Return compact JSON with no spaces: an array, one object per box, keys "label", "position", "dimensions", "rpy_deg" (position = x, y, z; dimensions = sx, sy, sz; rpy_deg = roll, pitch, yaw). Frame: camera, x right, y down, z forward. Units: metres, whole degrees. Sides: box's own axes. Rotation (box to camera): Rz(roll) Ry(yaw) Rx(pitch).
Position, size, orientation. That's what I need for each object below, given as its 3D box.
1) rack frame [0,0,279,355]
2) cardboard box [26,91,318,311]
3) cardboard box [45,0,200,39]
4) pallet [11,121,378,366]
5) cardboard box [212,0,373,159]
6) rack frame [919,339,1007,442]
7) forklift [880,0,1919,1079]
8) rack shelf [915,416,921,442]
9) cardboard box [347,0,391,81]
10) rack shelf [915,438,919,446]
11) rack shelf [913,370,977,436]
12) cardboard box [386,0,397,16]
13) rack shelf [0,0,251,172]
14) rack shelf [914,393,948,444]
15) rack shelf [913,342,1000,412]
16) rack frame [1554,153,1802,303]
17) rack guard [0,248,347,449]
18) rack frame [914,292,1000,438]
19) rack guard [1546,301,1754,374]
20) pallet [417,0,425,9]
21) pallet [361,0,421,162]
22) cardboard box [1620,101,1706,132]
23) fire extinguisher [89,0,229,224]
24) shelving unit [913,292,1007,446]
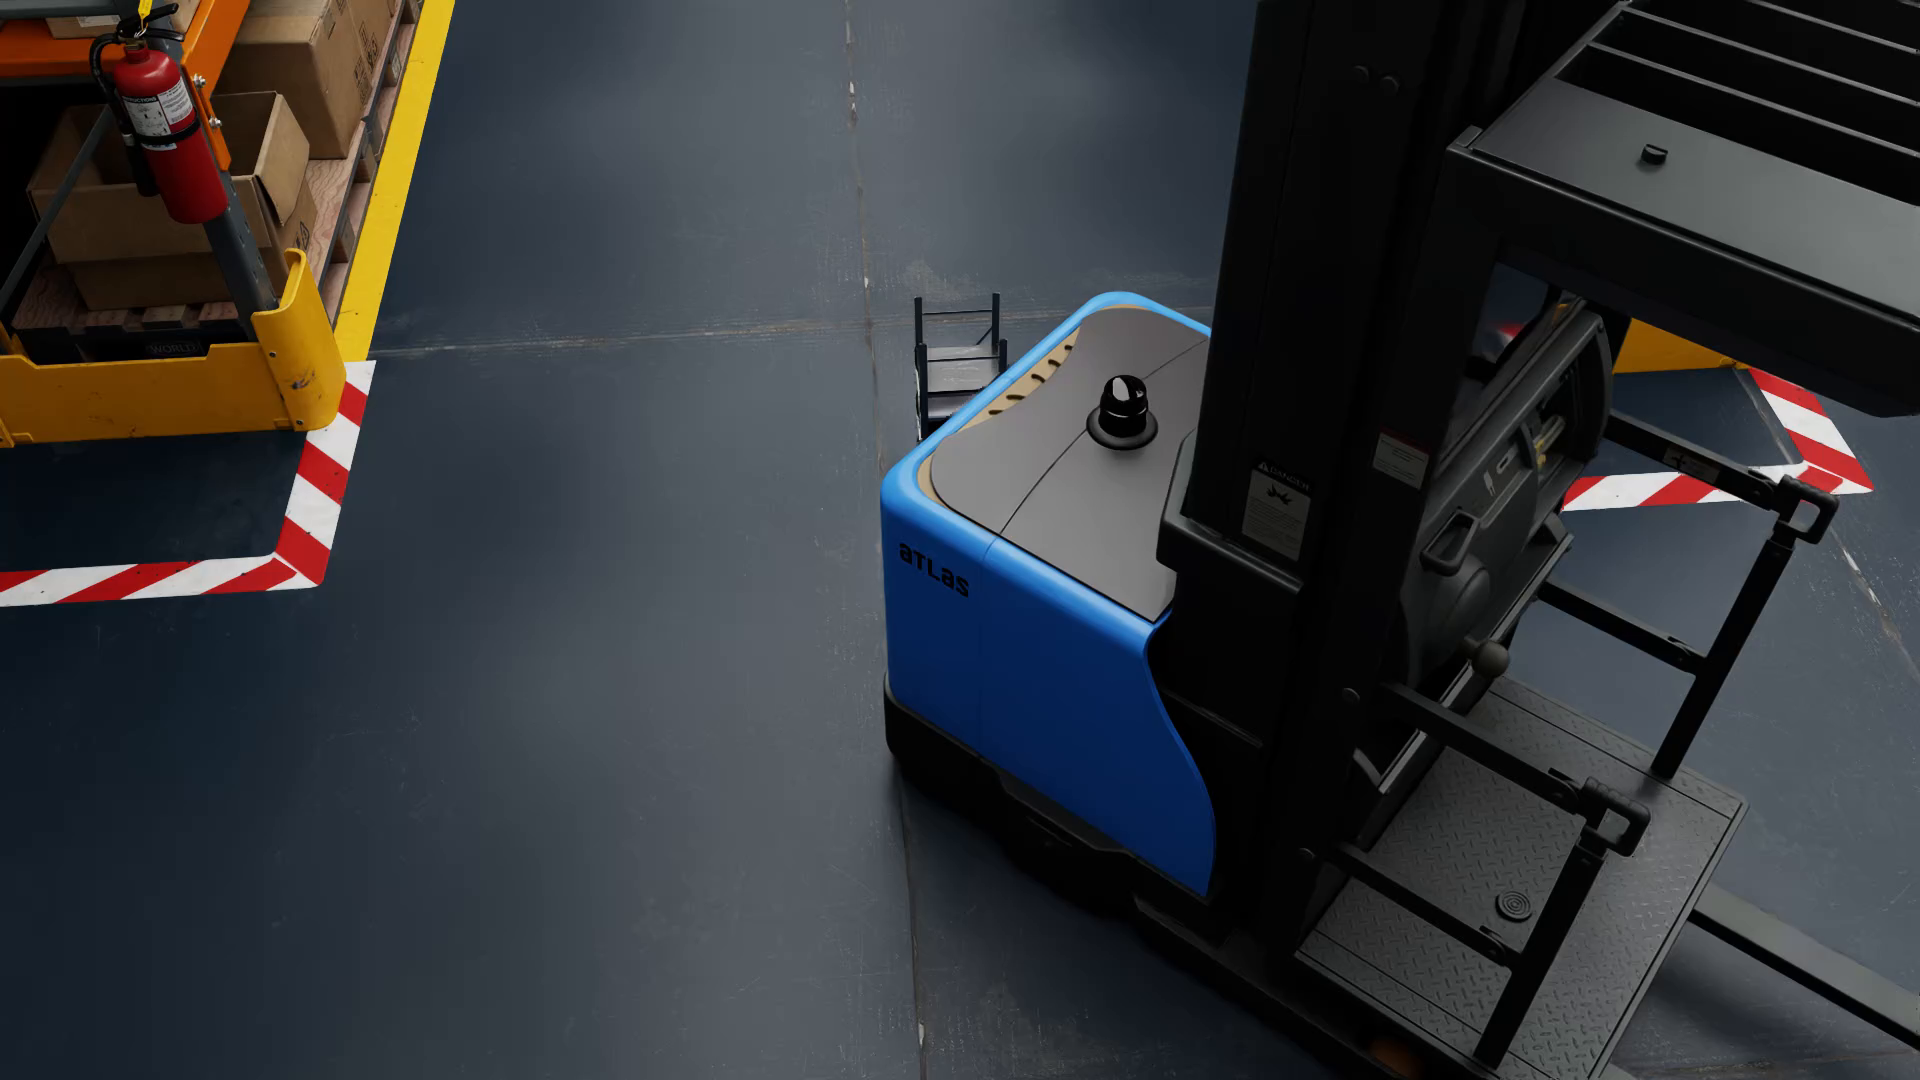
[{"label":"rack frame","position":[-2.705,-1.438,4.546],"dimensions":[1.000,3.000,0.127],"rpy_deg":[-3,47,-3]},{"label":"cardboard box","position":[-2.662,-1.172,5.724],"dimensions":[0.797,0.503,0.637],"rpy_deg":[-5,47,-5]},{"label":"cardboard box","position":[-2.459,-1.606,4.878],"dimensions":[0.380,0.149,0.250],"rpy_deg":[-4,47,-4]},{"label":"pallet","position":[-2.779,-1.110,6.157],"dimensions":[1.003,0.211,1.213],"rpy_deg":[-3,47,-3]},{"label":"cardboard box","position":[-2.694,-1.792,6.313],"dimensions":[0.700,0.500,0.500],"rpy_deg":[-2,47,-2]},{"label":"rack frame","position":[0.009,-0.230,4.848],"dimensions":[0.240,0.900,0.006],"rpy_deg":[-3,47,-3]},{"label":"forklift","position":[1.264,-0.018,3.248],"dimensions":[3.031,2.935,1.130],"rpy_deg":[30,53,25]},{"label":"rack shelf","position":[0.001,-0.281,4.942],"dimensions":[0.258,0.077,0.200],"rpy_deg":[-3,47,-3]},{"label":"cardboard box","position":[-2.639,-2.180,6.681],"dimensions":[0.500,0.500,0.500],"rpy_deg":[-3,47,-3]},{"label":"rack shelf","position":[0.001,-0.219,5.007],"dimensions":[0.258,0.077,0.200],"rpy_deg":[-3,47,-3]},{"label":"rack shelf","position":[0.001,-0.404,4.811],"dimensions":[0.258,0.077,0.200],"rpy_deg":[-3,47,-3]},{"label":"cardboard box","position":[-2.781,-2.543,7.025],"dimensions":[0.700,0.500,0.500],"rpy_deg":[-5,47,-5]},{"label":"rack shelf","position":[-2.872,-2.637,6.177],"dimensions":[1.077,0.370,4.000],"rpy_deg":[-3,47,-3]},{"label":"rack shelf","position":[0.001,-0.343,4.877],"dimensions":[0.258,0.077,0.200],"rpy_deg":[-3,47,-3]},{"label":"rack shelf","position":[0.001,-0.466,4.746],"dimensions":[0.258,0.077,0.200],"rpy_deg":[-3,47,-3]},{"label":"rack frame","position":[2.241,-1.742,4.834],"dimensions":[1.000,3.000,0.127],"rpy_deg":[-3,47,-3]},{"label":"rack guard","position":[-2.711,-0.633,5.505],"dimensions":[1.175,0.500,0.348],"rpy_deg":[-3,47,-3]},{"label":"rack frame","position":[-0.008,-0.377,4.987],"dimensions":[0.240,0.900,0.006],"rpy_deg":[-3,47,-3]},{"label":"rack guard","position":[2.243,-0.865,5.725],"dimensions":[1.175,0.500,0.348],"rpy_deg":[-3,47,-3]},{"label":"pallet","position":[-2.983,-2.876,7.828],"dimensions":[1.003,0.211,1.213],"rpy_deg":[-3,47,-3]},{"label":"pallet","position":[-2.878,-1.991,6.991],"dimensions":[1.003,0.211,1.213],"rpy_deg":[-3,47,-3]},{"label":"cardboard box","position":[2.086,-1.477,6.058],"dimensions":[0.875,0.438,0.875],"rpy_deg":[-5,47,-5]},{"label":"fire extinguisher","position":[-2.232,-1.205,4.635],"dimensions":[0.296,0.674,0.183],"rpy_deg":[-3,47,-3]},{"label":"shelving unit","position":[0.001,-0.304,4.918],"dimensions":[0.258,0.900,0.210],"rpy_deg":[-3,47,-3]}]
